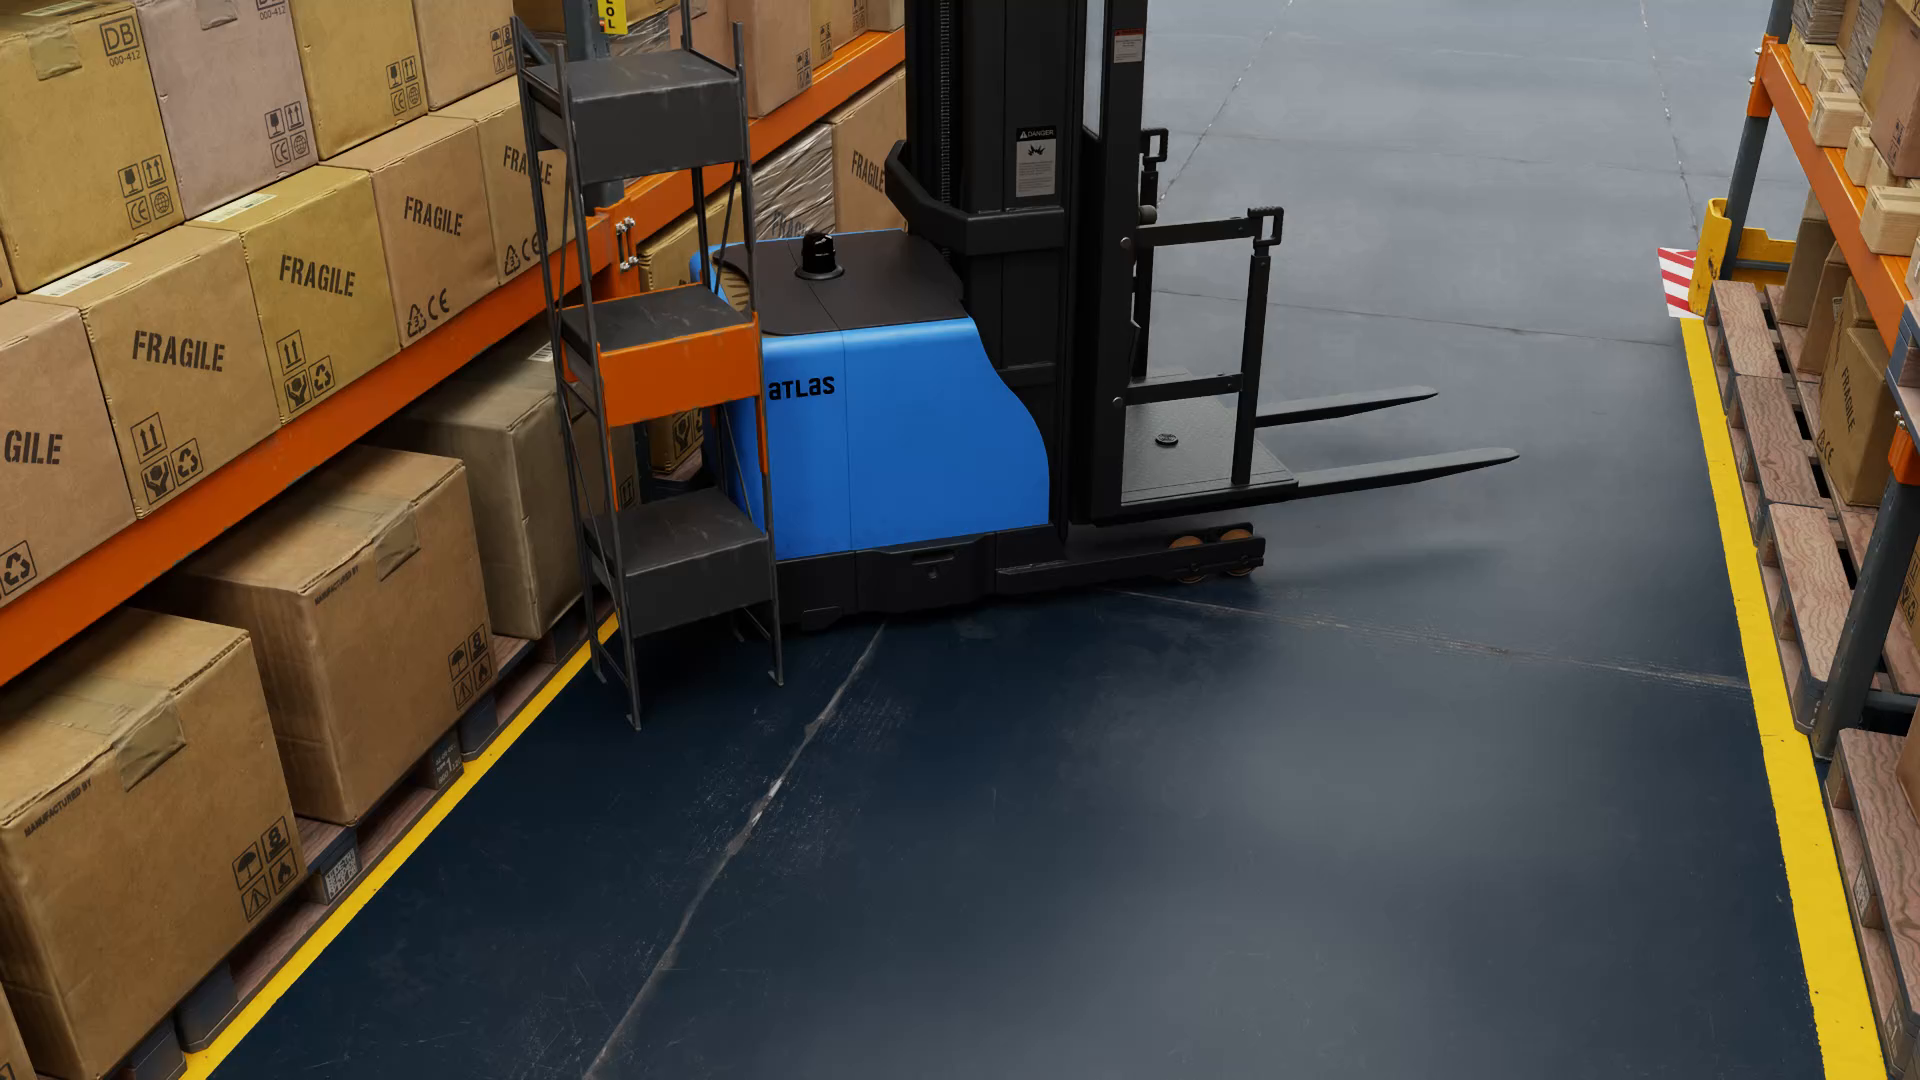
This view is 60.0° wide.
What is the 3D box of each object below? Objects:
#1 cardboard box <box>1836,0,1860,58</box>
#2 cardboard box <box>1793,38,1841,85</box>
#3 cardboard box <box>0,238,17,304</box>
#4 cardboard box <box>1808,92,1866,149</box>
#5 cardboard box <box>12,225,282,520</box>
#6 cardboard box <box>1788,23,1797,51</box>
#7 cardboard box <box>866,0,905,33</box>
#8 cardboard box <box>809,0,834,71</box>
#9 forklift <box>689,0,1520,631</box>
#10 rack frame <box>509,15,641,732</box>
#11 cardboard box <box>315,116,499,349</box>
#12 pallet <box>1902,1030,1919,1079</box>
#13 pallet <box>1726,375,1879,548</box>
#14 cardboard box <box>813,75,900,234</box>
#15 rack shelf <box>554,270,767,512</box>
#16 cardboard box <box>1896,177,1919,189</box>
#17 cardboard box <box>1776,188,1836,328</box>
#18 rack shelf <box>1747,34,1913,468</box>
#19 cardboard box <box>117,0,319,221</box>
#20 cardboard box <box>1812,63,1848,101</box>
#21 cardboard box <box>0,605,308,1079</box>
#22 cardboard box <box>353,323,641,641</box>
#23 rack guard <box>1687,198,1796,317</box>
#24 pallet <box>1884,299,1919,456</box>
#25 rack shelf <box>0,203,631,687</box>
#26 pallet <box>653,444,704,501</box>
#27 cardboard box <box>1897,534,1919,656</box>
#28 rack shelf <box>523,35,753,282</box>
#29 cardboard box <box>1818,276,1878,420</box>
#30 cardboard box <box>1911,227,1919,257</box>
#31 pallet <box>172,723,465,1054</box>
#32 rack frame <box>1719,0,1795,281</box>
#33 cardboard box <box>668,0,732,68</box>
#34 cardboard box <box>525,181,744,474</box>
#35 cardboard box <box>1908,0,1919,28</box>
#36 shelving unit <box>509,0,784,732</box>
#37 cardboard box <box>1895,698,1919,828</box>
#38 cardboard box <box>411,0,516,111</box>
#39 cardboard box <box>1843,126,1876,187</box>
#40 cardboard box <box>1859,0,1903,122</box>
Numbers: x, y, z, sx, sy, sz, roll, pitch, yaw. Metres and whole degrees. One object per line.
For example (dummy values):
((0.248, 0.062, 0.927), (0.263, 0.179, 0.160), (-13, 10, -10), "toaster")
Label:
((4.043, -2.129, 6.583), (0.875, 0.500, 0.500), (8, 30, 15), "cardboard box")
((3.772, -2.021, 7.056), (0.380, 0.149, 0.250), (8, 30, 15), "cardboard box")
((-2.360, -0.656, 3.212), (0.700, 0.500, 0.500), (8, 30, 14), "cardboard box")
((3.418, -1.565, 6.237), (0.380, 0.149, 0.250), (8, 30, 15), "cardboard box")
((-1.964, -0.410, 3.798), (0.500, 0.500, 0.500), (8, 30, 14), "cardboard box")
((3.951, -2.249, 7.465), (0.380, 0.149, 0.250), (8, 30, 15), "cardboard box")
((-0.655, -2.840, 8.114), (0.875, 0.550, 0.550), (8, 30, 15), "cardboard box")
((-1.056, -2.345, 7.226), (0.875, 0.550, 0.500), (8, 30, 15), "cardboard box")
((0.600, -1.364, 5.686), (3.031, 2.935, 1.130), (-8, 30, -14), "forklift")
((-1.100, -0.404, 4.816), (0.015, 2.100, 0.400), (-16, 33, -26), "rack frame")
((-1.669, -0.881, 4.645), (0.500, 0.500, 0.500), (8, 30, 14), "cardboard box")
((2.505, 1.551, 3.244), (1.003, 0.211, 1.213), (8, 30, 15), "pallet")
((3.608, -0.265, 6.510), (1.003, 0.211, 1.213), (8, 30, 15), "pallet")
((-0.841, -1.733, 8.033), (0.875, 0.875, 0.875), (8, 30, 14), "cardboard box")
((-0.890, -0.452, 4.931), (0.480, 0.518, 0.431), (-16, 33, -26), "rack shelf")
((3.250, -1.082, 5.368), (0.380, 0.149, 0.250), (8, 30, 15), "cardboard box")
((4.064, -1.260, 7.569), (0.500, 0.500, 0.500), (14, 32, 24), "cardboard box")
((3.676, -1.213, 6.085), (1.077, 0.370, 4.000), (8, 30, 15), "rack shelf")
((-2.061, -1.128, 4.060), (0.700, 0.500, 0.500), (9, 30, 15), "cardboard box")
((3.638, -1.787, 6.635), (0.380, 0.149, 0.250), (8, 30, 15), "cardboard box")
((-2.279, 0.629, 3.916), (1.050, 0.750, 0.750), (9, 30, 16), "cardboard box")
((-1.719, -0.252, 5.499), (1.050, 0.750, 0.750), (8, 30, 15), "cardboard box")
((4.241, -1.329, 8.125), (1.175, 0.500, 0.348), (8, 30, 15), "rack guard")
((2.725, -0.180, 3.685), (1.003, 0.211, 1.213), (8, 30, 15), "pallet")
((-2.210, -0.109, 4.100), (1.077, 0.370, 4.000), (8, 30, 15), "rack shelf")
((-1.325, -0.476, 6.889), (1.003, 0.211, 1.213), (8, 30, 15), "pallet")
((3.244, 0.131, 5.069), (0.500, 0.500, 0.500), (8, 30, 13), "cardboard box")
((-0.890, -1.064, 4.591), (0.480, 0.518, 0.431), (-16, 33, -26), "rack shelf")
((3.719, -0.689, 6.543), (0.500, 0.500, 0.500), (11, 31, 20), "cardboard box")
((3.084, -0.852, 4.955), (0.380, 0.149, 0.250), (8, 30, 15), "cardboard box")
((-2.134, 0.804, 4.588), (1.003, 0.211, 1.213), (8, 30, 15), "pallet")
((4.263, -2.457, 7.581), (1.000, 3.000, 0.127), (8, 30, 15), "rack frame")
((-1.386, -1.850, 6.336), (0.875, 0.550, 0.550), (8, 30, 15), "cardboard box")
((-1.372, -0.890, 6.518), (0.875, 0.875, 0.875), (9, 30, 16), "cardboard box")
((3.103, -1.690, 4.764), (0.500, 0.500, 0.500), (8, 30, 15), "cardboard box")
((-0.890, -0.464, 4.924), (0.503, 2.100, 0.431), (-16, 33, -26), "shelving unit")
((2.888, 0.584, 4.233), (0.700, 0.500, 0.500), (6, 30, 11), "cardboard box")
((-1.763, -1.602, 4.912), (0.700, 0.500, 0.500), (8, 30, 14), "cardboard box")
((3.325, -1.325, 5.805), (0.380, 0.149, 0.250), (8, 30, 15), "cardboard box")
((3.697, -1.672, 5.762), (0.875, 0.500, 0.500), (8, 30, 15), "cardboard box")
